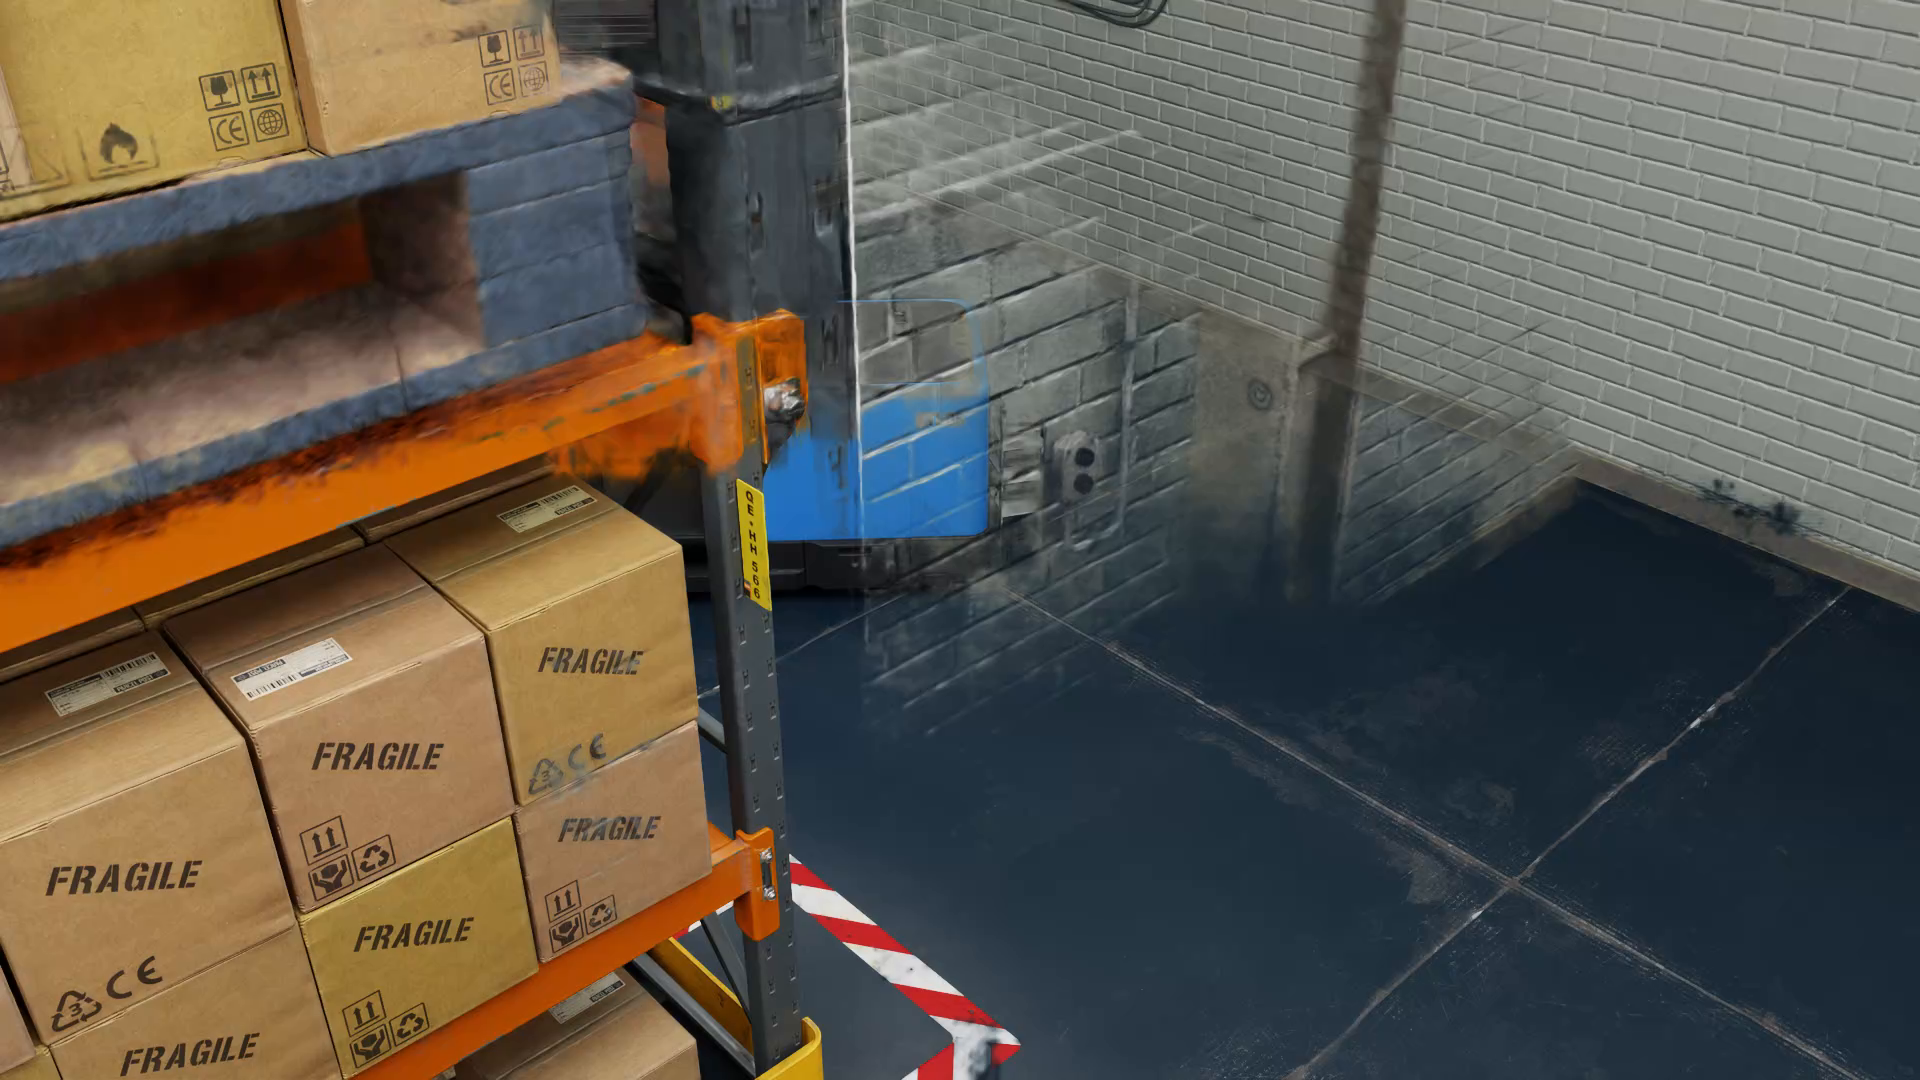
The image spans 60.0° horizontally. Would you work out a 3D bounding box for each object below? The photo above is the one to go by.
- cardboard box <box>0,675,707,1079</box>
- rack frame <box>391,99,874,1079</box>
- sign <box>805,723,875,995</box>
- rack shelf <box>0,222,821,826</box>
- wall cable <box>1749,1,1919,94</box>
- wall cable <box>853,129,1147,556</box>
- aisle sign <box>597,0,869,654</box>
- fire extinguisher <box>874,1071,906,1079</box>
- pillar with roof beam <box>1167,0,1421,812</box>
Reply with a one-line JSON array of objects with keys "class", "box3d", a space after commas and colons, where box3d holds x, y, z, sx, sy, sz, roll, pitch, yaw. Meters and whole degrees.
[{"class": "cardboard box", "box3d": [-4.588, -1.413, 7.398, 0.700, 0.700, 0.980, -24, 39, -33]}, {"class": "rack frame", "box3d": [-4.221, -1.470, 7.779, 0.127, 3.000, 1.000, -26, 40, -35]}, {"class": "sign", "box3d": [-3.862, -1.853, 7.067, 0.005, 0.325, 0.100, -26, 40, -35]}, {"class": "rack shelf", "box3d": [-5.687, -1.733, 6.024, 4.000, 0.370, 1.077, -26, 40, -35]}, {"class": "wall cable", "box3d": [0.169, -4.574, 10.081, 0.112, 2.526, 3.097, -26, 40, -35]}, {"class": "wall cable", "box3d": [-3.925, -2.720, 8.848, 1.851, 1.984, 0.084, -26, 40, -35]}, {"class": "aisle sign", "box3d": [-3.964, -2.490, 6.955, 0.004, 0.787, 0.394, -26, 40, -35]}, {"class": "fire extinguisher", "box3d": [-3.797, -1.155, 7.695, 0.183, 0.674, 0.296, -26, 40, -35]}, {"class": "pillar with roof beam", "box3d": [0.098, -3.671, 5.628, 0.400, 9.000, 9.100, -26, 40, -35]}]
